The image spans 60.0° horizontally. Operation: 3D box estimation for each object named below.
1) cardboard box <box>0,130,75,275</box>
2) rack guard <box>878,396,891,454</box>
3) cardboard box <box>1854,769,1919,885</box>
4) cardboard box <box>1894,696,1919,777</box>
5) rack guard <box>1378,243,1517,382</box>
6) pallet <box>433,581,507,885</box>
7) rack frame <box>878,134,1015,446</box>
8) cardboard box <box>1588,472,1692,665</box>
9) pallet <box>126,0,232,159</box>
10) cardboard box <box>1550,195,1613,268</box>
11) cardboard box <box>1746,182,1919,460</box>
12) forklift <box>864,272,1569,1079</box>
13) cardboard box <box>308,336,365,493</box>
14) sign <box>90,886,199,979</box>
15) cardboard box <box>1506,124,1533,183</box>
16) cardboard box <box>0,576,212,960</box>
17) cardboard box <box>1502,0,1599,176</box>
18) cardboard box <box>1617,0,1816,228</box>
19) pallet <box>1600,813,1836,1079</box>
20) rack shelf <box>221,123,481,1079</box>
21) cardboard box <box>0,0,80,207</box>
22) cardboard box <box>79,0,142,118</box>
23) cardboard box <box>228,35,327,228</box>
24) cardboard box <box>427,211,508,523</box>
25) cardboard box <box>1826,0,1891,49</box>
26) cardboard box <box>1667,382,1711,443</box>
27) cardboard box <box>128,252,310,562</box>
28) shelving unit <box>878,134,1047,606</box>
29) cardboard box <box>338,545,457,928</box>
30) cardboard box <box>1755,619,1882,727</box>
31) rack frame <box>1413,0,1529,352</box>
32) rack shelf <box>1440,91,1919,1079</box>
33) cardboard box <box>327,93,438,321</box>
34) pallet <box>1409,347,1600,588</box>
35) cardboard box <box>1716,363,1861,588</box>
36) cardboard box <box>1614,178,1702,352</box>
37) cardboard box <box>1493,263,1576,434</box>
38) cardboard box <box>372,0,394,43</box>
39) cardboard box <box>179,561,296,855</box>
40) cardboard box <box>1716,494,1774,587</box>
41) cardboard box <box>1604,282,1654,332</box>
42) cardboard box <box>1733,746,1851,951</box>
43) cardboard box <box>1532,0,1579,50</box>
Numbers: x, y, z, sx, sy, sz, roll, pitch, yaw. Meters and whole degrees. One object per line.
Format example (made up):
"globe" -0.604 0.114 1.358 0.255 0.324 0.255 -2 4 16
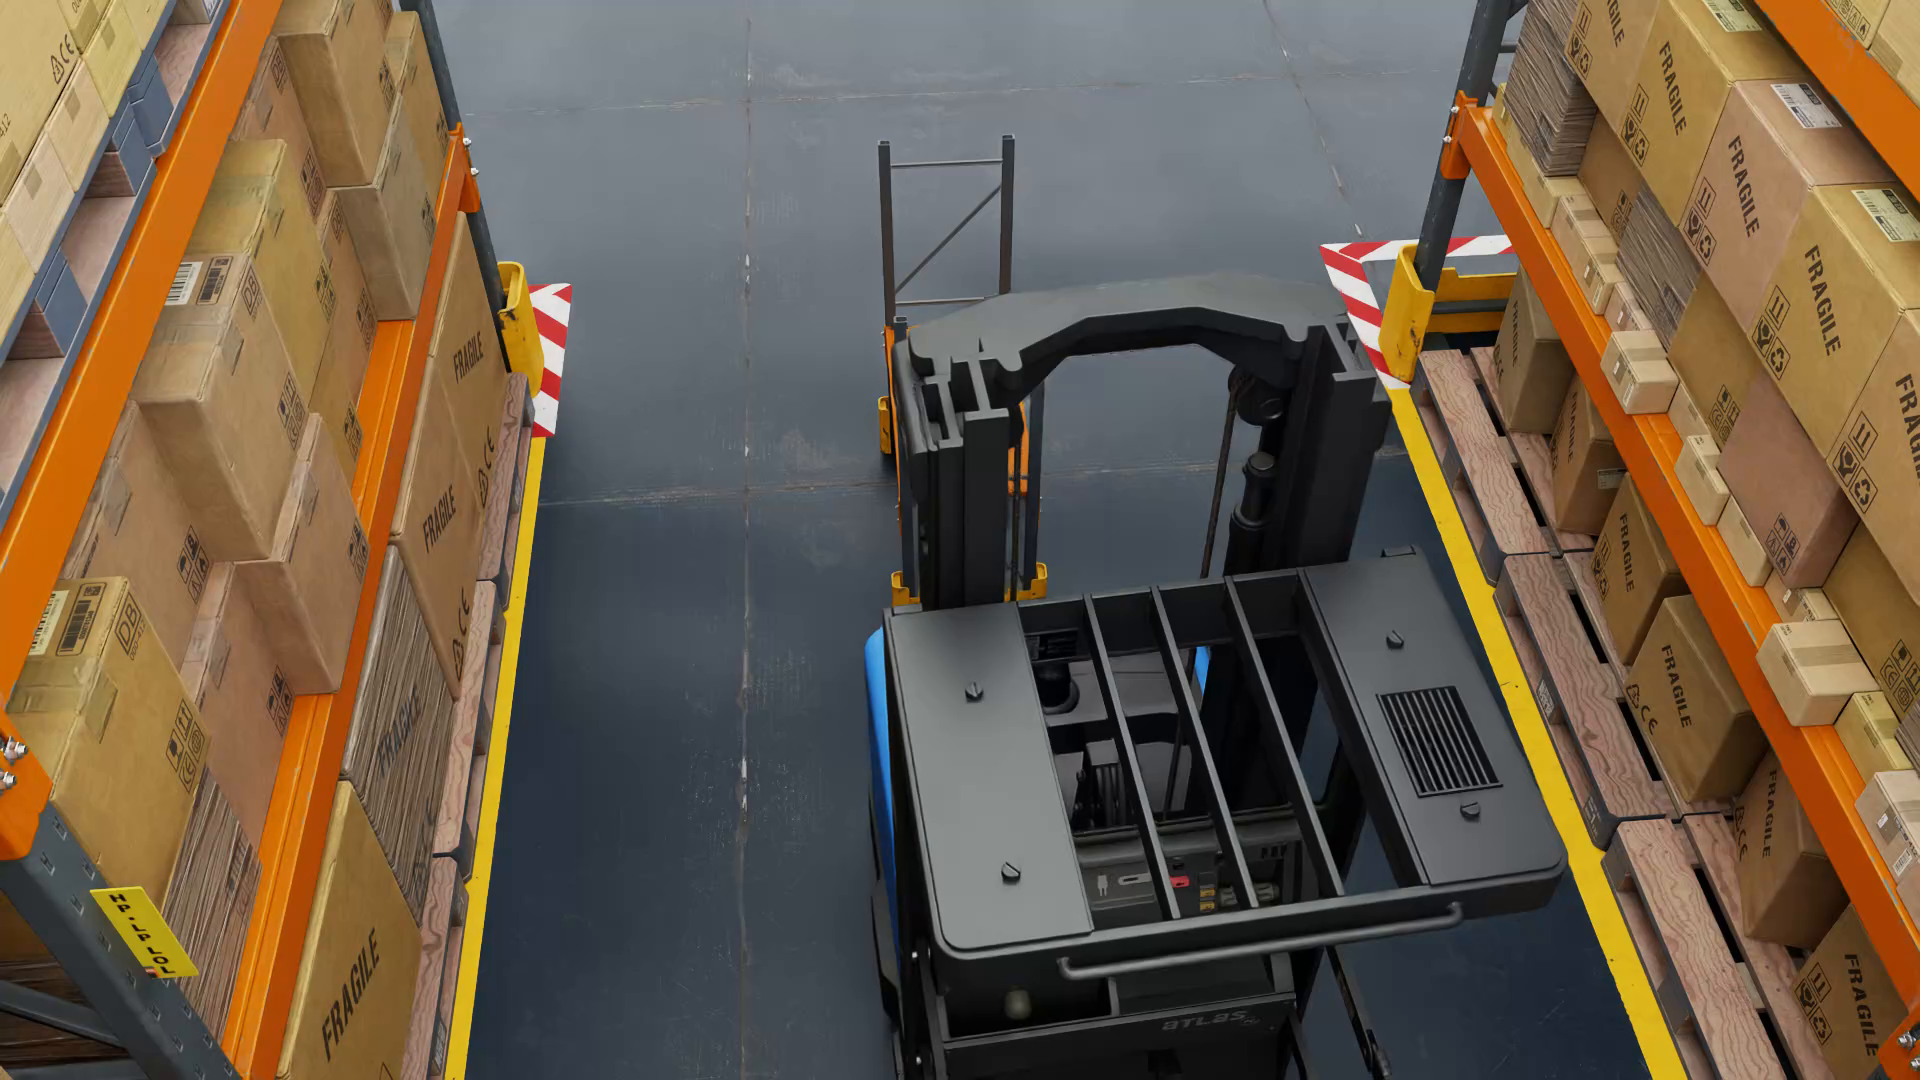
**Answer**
"cardboard box" -1.852 -0.602 3.003 0.380 0.149 0.250 -4 47 -3
"rack guard" -0.048 -0.501 7.053 0.587 0.250 0.087 -3 47 -3
"cardboard box" 2.511 0.713 4.182 0.380 0.149 0.250 -3 47 -3
"cardboard box" 2.857 0.480 3.956 0.875 0.500 0.500 -3 47 -3
"rack guard" 2.505 -1.034 7.385 1.175 0.500 0.348 -3 47 -3
"pallet" -2.209 0.693 5.948 1.003 0.211 1.213 -3 47 -3
"rack frame" -0.050 -0.945 6.612 0.500 1.500 0.032 -3 47 -3
"cardboard box" 2.652 0.104 6.018 0.500 0.500 0.500 0 47 0
"pallet" -2.275 -1.300 3.910 1.003 0.211 1.213 -3 47 -3
"cardboard box" 2.334 -1.098 5.897 0.380 0.149 0.250 -3 47 -3
"cardboard box" 2.437 -0.567 4.259 0.500 0.500 0.500 -3 47 -3
"forklift" 0.432 0.994 3.789 1.130 2.935 3.031 -6 47 -6
"cardboard box" -2.301 -0.315 4.879 0.875 0.550 0.500 -3 47 -3
"sign" -1.578 0.763 3.218 0.100 0.325 0.005 -3 47 -3
"cardboard box" 2.287 -1.459 6.239 0.380 0.149 0.250 -3 47 -3
"cardboard box" -2.114 0.482 3.380 0.875 0.550 0.550 -3 47 -3
"cardboard box" 2.517 -1.685 6.006 0.875 0.500 0.500 -3 47 -3
"cardboard box" 2.351 -1.290 4.944 0.500 0.500 0.500 -3 47 -3
"pallet" 2.742 1.421 5.259 1.003 0.211 1.213 -3 47 -3
"rack shelf" -2.285 -0.025 5.204 1.077 0.370 4.000 -3 47 -3
"cardboard box" -1.923 -0.823 2.937 0.500 0.250 0.500 -4 47 -4
"cardboard box" -1.897 -0.970 3.352 0.380 0.149 0.250 -4 47 -4
"cardboard box" -2.411 -1.066 4.847 0.875 0.550 0.550 -3 47 -3
"cardboard box" -2.330 -0.647 6.471 0.875 0.875 0.875 -3 47 -3
"cardboard box" 2.417 -1.456 4.100 0.500 0.250 0.500 -2 47 -2
"cardboard box" 2.467 -0.377 5.214 0.380 0.149 0.250 -3 47 -3
"cardboard box" -2.184 -0.308 4.128 0.875 0.550 0.550 -3 47 -3
"shelving unit" -0.006 -0.571 6.258 0.587 1.500 1.083 -3 47 -3
"cardboard box" -2.180 0.649 5.243 0.875 0.875 0.875 -3 47 -3
"cardboard box" 2.418 0.354 4.521 0.380 0.149 0.250 -3 47 -3
"rack frame" 2.498 -1.948 6.529 1.000 3.000 0.127 -3 47 -3
"rack shelf" 2.666 -0.254 5.420 1.077 0.370 4.000 -3 47 -3
"cardboard box" -2.309 -1.109 5.631 0.875 0.550 0.550 -3 47 -3
"pallet" 2.538 -0.344 6.931 1.003 0.211 1.213 -3 47 -3
"cardboard box" 2.708 -0.240 4.637 0.875 0.500 0.500 -3 47 -3
"cardboard box" 2.677 -0.966 5.326 0.875 0.500 0.500 -3 47 -3
"cardboard box" 2.534 -0.780 6.855 0.500 0.500 0.500 4 47 4
"cardboard box" -2.460 -1.872 5.610 0.875 0.550 0.550 -3 47 -3
"cardboard box" -2.229 0.460 4.145 0.875 0.550 0.550 -3 47 -3
"cardboard box" 2.467 -0.013 4.869 0.380 0.149 0.250 -3 47 -3
"cardboard box" 2.396 -0.737 5.555 0.380 0.149 0.250 -3 47 -3
"cardboard box" 2.784 0.955 5.212 0.500 0.500 0.500 10 47 9
"cardboard box" 2.273 -2.014 5.629 0.500 0.500 0.500 -3 47 -3
